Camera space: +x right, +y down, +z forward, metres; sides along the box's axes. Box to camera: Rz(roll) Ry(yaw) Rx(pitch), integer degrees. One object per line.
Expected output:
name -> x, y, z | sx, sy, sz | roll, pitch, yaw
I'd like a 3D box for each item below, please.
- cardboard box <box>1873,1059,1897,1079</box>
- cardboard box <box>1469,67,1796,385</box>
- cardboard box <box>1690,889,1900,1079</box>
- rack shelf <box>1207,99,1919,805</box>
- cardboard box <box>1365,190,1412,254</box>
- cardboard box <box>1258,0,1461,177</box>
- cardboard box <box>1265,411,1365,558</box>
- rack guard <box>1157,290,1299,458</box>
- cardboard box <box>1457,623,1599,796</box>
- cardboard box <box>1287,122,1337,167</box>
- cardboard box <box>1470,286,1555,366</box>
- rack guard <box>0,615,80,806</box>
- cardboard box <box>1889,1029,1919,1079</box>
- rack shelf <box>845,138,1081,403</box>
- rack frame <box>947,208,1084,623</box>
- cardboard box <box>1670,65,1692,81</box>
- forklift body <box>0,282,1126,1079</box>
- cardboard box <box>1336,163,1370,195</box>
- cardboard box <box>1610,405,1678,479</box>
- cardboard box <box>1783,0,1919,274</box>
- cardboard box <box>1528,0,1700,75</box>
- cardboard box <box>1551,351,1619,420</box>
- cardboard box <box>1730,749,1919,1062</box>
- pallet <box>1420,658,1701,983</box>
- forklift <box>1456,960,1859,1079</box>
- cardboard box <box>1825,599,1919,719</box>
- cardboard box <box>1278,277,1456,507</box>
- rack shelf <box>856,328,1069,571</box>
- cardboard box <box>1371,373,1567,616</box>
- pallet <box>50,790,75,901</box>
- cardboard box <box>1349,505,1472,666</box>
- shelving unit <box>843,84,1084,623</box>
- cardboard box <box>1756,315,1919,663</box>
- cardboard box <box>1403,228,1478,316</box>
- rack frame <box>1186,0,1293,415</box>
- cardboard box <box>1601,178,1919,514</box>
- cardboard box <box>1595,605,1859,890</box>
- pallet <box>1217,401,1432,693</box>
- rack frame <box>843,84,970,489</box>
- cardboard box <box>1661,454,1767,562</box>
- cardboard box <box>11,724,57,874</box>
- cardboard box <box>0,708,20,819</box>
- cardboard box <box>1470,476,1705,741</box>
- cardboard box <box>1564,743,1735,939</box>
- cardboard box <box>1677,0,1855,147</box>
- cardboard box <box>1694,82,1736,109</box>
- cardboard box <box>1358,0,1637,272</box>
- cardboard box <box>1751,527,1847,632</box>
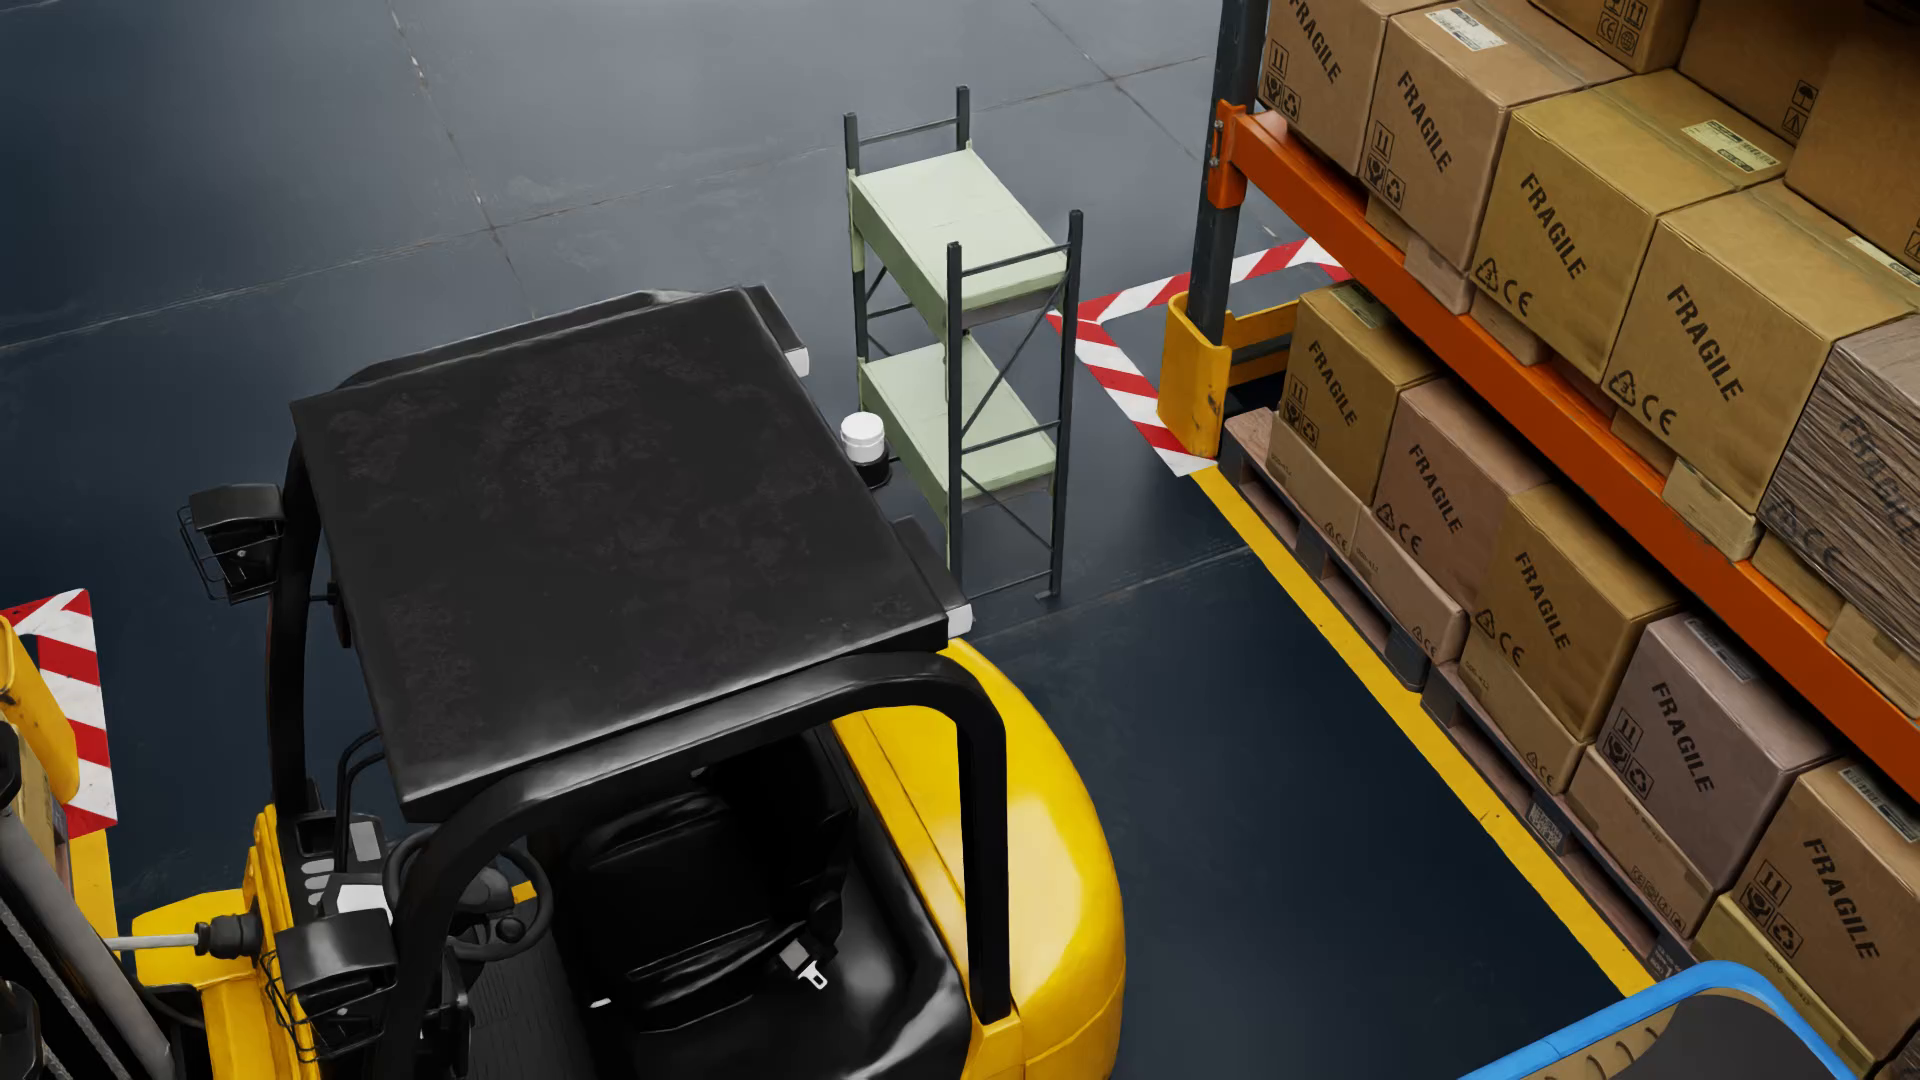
cardboard box -> 2.476, 1.399, 3.855 | 0.500, 0.250, 0.500 | -16, 47, -16
cardboard box -> 1.670, -0.786, 4.128 | 0.500, 0.500, 0.500 | -19, 48, -18
cardboard box -> 2.243, 1.063, 4.196 | 0.500, 0.250, 0.500 | -19, 48, -18
rack shelf -> 2.128, -0.151, 4.280 | 1.077, 0.370, 4.000 | -18, 47, -17
cardboard box -> 1.399, -0.965, 4.771 | 0.380, 0.149, 0.250 | -19, 48, -19
cardboard box -> 1.234, -1.440, 4.790 | 0.500, 0.500, 0.500 | -19, 48, -18
cardboard box -> 1.375, -0.257, 5.533 | 0.500, 0.250, 0.500 | -18, 48, -18
rack guard -> 1.319, -0.744, 6.148 | 1.175, 0.500, 0.348 | -18, 47, -17
cardboard box -> 1.824, 0.415, 4.853 | 0.500, 0.250, 0.500 | -15, 47, -15
cardboard box -> 1.242, -1.315, 5.126 | 0.380, 0.149, 0.250 | -18, 47, -17
cardboard box -> 1.603, -0.635, 4.437 | 0.380, 0.149, 0.250 | -17, 47, -16
rack guard -> -3.225, 0.661, 4.724 | 1.175, 0.500, 0.348 | -18, 47, -17
cardboard box -> 2.476, 1.132, 3.592 | 0.500, 0.500, 0.500 | -19, 48, -18
rack shelf -> -0.003, -0.816, 4.953 | 0.431, 0.370, 0.720 | -18, 47, -17
rack frame -> 0.151, -0.305, 4.991 | 0.400, 1.500, 0.023 | -18, 47, -17
cardboard box -> 1.971, -1.238, 4.586 | 0.500, 0.500, 0.500 | -18, 47, -17
forklift body -> -0.763, 0.758, 3.450 | 2.313, 2.155, 1.214 | -18, 47, -17
cardboard box -> 1.361, -1.158, 4.967 | 0.380, 0.149, 0.250 | -17, 47, -17
cardboard box -> 1.853, -0.307, 4.105 | 0.380, 0.149, 0.250 | -19, 48, -18
cardboard box -> 2.297, -0.940, 3.572 | 0.700, 0.500, 0.500 | -18, 47, -18
cardboard box -> 1.906, -1.593, 4.234 | 0.700, 0.500, 0.500 | -18, 47, -17
cardboard box -> 1.769, -0.484, 4.284 | 0.380, 0.149, 0.250 | -17, 47, -16
cardboard box -> 2.261, 0.808, 3.920 | 0.500, 0.500, 0.500 | -17, 47, -17
pallet -> 2.137, 0.664, 4.927 | 1.003, 0.211, 1.213 | -18, 47, -17
forklift -> 1.766, 1.638, 2.004 | 1.130, 2.935, 3.031 | -18, 47, -17
cardboard box -> 2.127, 0.195, 3.595 | 0.380, 0.149, 0.250 | -19, 48, -18
cardboard box -> 1.385, -0.509, 5.255 | 0.500, 0.500, 0.500 | -20, 48, -19
rack shelf -> -0.003, -0.306, 5.457 | 0.431, 0.370, 0.720 | -18, 47, -17
cardboard box -> 1.609, -0.177, 4.918 | 0.500, 0.500, 0.500 | -20, 48, -19
pallet -> -2.856, 1.254, 4.329 | 1.003, 0.211, 1.213 | -18, 47, -17
cardboard box -> 1.583, 0.071, 5.201 | 0.500, 0.250, 0.500 | -16, 47, -16
shelving unit -> -0.003, -0.538, 5.228 | 0.431, 1.500, 0.755 | -18, 47, -17
cardboard box -> 2.111, -0.139, 3.473 | 0.500, 0.500, 0.500 | -17, 47, -16
cardboard box -> 1.464, -0.790, 4.594 | 0.380, 0.149, 0.250 | -17, 47, -17
rack frame -> 1.287, -1.682, 5.319 | 1.000, 3.000, 0.127 | -18, 47, -17
cardboard box -> 1.891, -0.464, 3.802 | 0.500, 0.500, 0.500 | -19, 48, -18
cardboard box -> 2.045, 0.483, 4.249 | 0.500, 0.500, 0.500 | -16, 47, -15
pallet -> 1.628, -0.113, 5.714 | 1.003, 0.211, 1.213 | -18, 47, -17
rack frame -> -0.157, -0.771, 5.464 | 0.400, 1.500, 0.023 | -18, 47, -17
cardboard box -> 1.905, -0.130, 3.925 | 0.380, 0.149, 0.250 | -18, 47, -17
cardboard box -> -2.731, 0.822, 4.440 | 0.500, 0.250, 0.500 | -18, 47, -17
cardboard box -> -2.727, 0.656, 4.253 | 0.500, 0.250, 0.500 | -19, 48, -18
cardboard box -> 1.813, 0.145, 4.592 | 0.500, 0.500, 0.500 | -17, 47, -17
cardboard box -> 2.034, 0.737, 4.526 | 0.500, 0.250, 0.500 | -17, 47, -17
cardboard box -> 2.213, -1.299, 3.936 | 0.700, 0.500, 0.500 | -19, 48, -18
cardboard box -> 2.178, -0.918, 4.262 | 0.500, 0.500, 0.500 | -18, 47, -18
cardboard box -> 1.455, -1.110, 4.457 | 0.500, 0.500, 0.500 | -17, 47, -16
cardboard box -> 2.046, 0.023, 3.769 | 0.380, 0.149, 0.250 | -19, 48, -18
